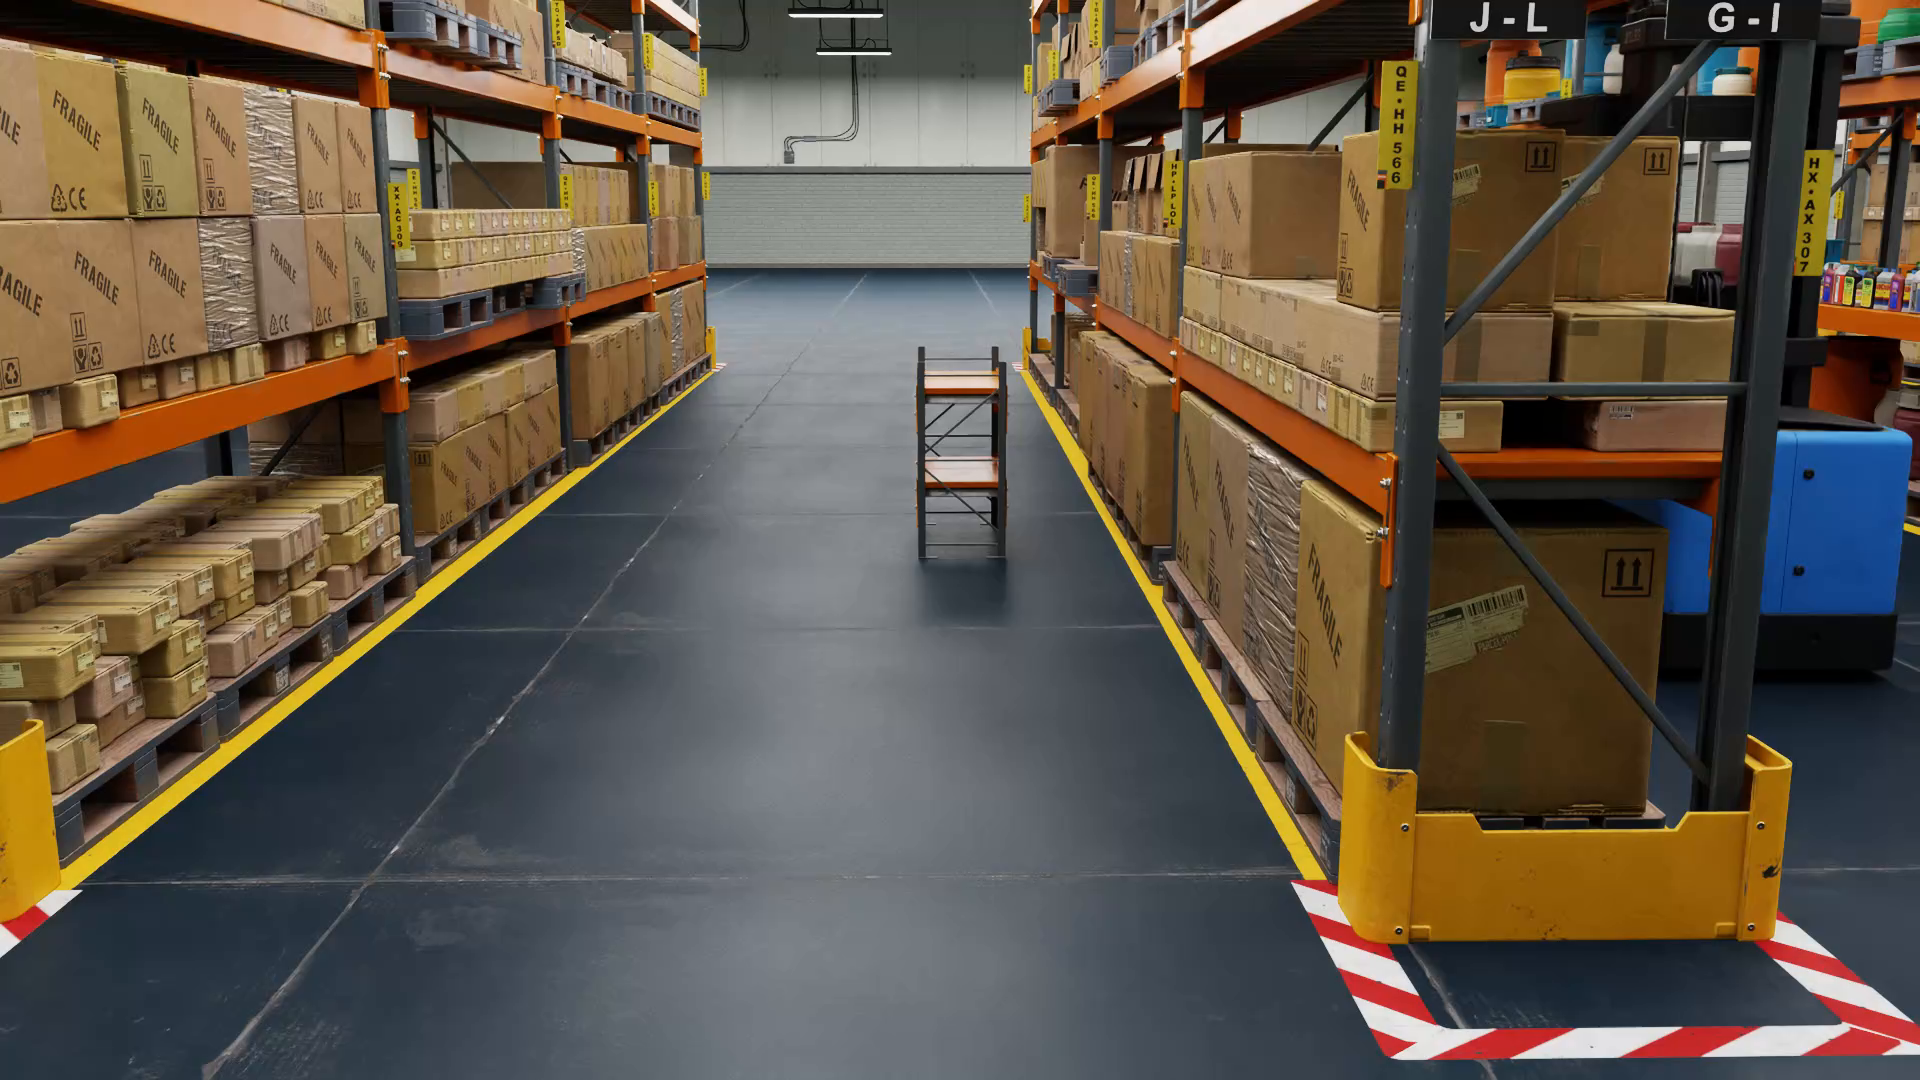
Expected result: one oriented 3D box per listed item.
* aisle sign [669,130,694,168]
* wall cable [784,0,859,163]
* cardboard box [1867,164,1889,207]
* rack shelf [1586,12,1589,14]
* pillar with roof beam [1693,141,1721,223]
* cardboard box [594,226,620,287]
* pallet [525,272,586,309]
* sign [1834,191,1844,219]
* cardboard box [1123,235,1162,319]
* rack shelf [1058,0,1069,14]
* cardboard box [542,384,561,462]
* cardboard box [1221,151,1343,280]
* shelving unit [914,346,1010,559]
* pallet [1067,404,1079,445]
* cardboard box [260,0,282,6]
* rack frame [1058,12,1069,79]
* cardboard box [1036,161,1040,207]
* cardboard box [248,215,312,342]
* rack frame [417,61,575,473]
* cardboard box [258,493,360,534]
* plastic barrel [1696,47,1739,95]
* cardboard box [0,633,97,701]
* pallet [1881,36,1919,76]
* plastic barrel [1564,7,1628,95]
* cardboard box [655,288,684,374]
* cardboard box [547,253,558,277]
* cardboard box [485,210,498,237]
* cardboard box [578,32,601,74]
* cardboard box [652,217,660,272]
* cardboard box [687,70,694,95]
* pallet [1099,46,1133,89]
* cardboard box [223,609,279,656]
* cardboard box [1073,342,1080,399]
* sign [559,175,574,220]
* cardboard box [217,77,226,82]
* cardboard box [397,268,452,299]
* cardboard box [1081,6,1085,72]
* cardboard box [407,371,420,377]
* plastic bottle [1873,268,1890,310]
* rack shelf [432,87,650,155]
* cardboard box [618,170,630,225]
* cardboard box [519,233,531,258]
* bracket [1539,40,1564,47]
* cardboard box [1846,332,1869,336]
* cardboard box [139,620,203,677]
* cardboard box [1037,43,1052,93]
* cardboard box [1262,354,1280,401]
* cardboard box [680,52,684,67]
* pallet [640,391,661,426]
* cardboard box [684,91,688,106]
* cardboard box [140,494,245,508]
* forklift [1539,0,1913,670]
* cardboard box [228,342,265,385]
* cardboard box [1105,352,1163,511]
[{"bbox_3d":[-3.305,-4.868,19.972,0.394,0.787,0.004,0,11,-1],"label":"aisle sign"},{"bbox_3d":[-4.266,-14.572,50.701,2.305,6.003,0.169,0,11,-1],"label":"wall cable"},{"bbox_3d":[11.260,-4.200,19.705,0.700,0.500,0.500,0,11,-1],"label":"cardboard box"},{"bbox_3d":[6.434,-4.798,13.892,1.077,0.370,4.000,0,11,-1],"label":"rack shelf"},{"bbox_3d":[12.418,-10.005,36.742,9.100,9.000,0.548,0,11,-1],"label":"pillar with roof beam"},{"bbox_3d":[-3.209,-2.428,14.232,0.500,0.500,0.500,0,11,-2],"label":"cardboard box"},{"bbox_3d":[-3.317,-1.753,11.639,1.213,0.211,1.003,0,11,-1],"label":"pallet"},{"bbox_3d":[10.707,-4.081,20.254,0.100,0.325,0.005,0,11,-1],"label":"sign"},{"bbox_3d":[1.297,-1.636,10.329,0.500,0.500,0.500,0,11,-1],"label":"cardboard box"},{"bbox_3d":[1.482,-4.778,13.792,1.077,0.370,4.000,0,11,-1],"label":"rack shelf"},{"bbox_3d":[-3.163,-0.839,11.883,0.500,0.500,0.500,0,11,-1],"label":"cardboard box"},{"bbox_3d":[1.378,-1.336,6.842,0.500,0.500,0.500,-1,11,-3],"label":"cardboard box"},{"bbox_3d":[0.000,-0.550,9.941,0.538,1.125,1.048,0,11,-1],"label":"shelving unit"},{"bbox_3d":[1.486,-1.019,14.553,1.003,0.211,1.213,0,11,-1],"label":"pallet"},{"bbox_3d":[-3.065,-2.293,6.651,0.500,0.250,0.500,0,11,-2],"label":"cardboard box"},{"bbox_3d":[1.440,-5.724,15.640,1.000,3.000,0.127,0,11,-1],"label":"rack frame"},{"bbox_3d":[1.112,-3.955,18.493,0.500,0.500,0.500,0,11,-1],"label":"cardboard box"},{"bbox_3d":[-3.044,-1.091,6.893,0.500,0.500,0.500,0,11,-1],"label":"cardboard box"},{"bbox_3d":[-3.438,-1.988,12.316,1.000,3.000,0.127,0,11,-1],"label":"rack frame"},{"bbox_3d":[-3.030,-0.124,7.743,0.380,0.149,0.250,0,11,-2],"label":"cardboard box"},{"bbox_3d":[6.647,-4.160,14.214,0.600,0.901,0.708,0,11,-1],"label":"plastic barrel"},{"bbox_3d":[-2.944,0.396,5.180,0.380,0.149,0.250,-1,11,-4],"label":"cardboard box"},{"bbox_3d":[6.417,-2.972,10.096,1.003,0.211,1.213,0,11,-1],"label":"pallet"},{"bbox_3d":[6.479,-4.924,16.925,0.600,0.901,0.708,0,11,-1],"label":"plastic barrel"},{"bbox_3d":[-3.486,-2.253,17.906,0.875,0.875,0.875,0,11,-1],"label":"cardboard box"},{"bbox_3d":[-2.959,-1.874,11.330,0.380,0.149,0.250,0,11,0],"label":"cardboard box"},{"bbox_3d":[-2.927,-1.855,9.736,0.380,0.149,0.250,0,11,-2],"label":"cardboard box"},{"bbox_3d":[-3.254,-4.016,13.683,0.500,0.311,0.500,0,11,-2],"label":"cardboard box"},{"bbox_3d":[-3.574,-3.040,17.120,0.875,0.550,0.550,0,11,-1],"label":"cardboard box"},{"bbox_3d":[-3.304,-5.180,18.826,0.500,0.250,0.500,0,11,-1],"label":"cardboard box"},{"bbox_3d":[1.589,-3.238,11.408,1.213,0.211,1.003,0,11,1],"label":"pallet"},{"bbox_3d":[-3.009,0.380,6.755,0.380,0.149,0.250,0,11,-1],"label":"cardboard box"},{"bbox_3d":[1.423,-1.557,15.372,0.700,0.500,0.500,0,11,-2],"label":"cardboard box"},{"bbox_3d":[-2.896,-2.521,12.229,0.100,0.325,0.005,0,11,-1],"label":"sign"},{"bbox_3d":[-8.306,-5.009,18.285,0.380,0.149,0.250,0,11,-1],"label":"cardboard box"},{"bbox_3d":[-2.903,-1.356,8.775,0.380,0.149,0.250,-1,11,-4],"label":"cardboard box"},{"bbox_3d":[1.247,-4.047,13.410,0.500,0.500,0.500,0,11,0],"label":"cardboard box"},{"bbox_3d":[-3.646,-0.896,10.275,0.500,0.250,0.500,-1,11,-4],"label":"cardboard box"},{"bbox_3d":[6.153,-1.671,11.076,0.097,0.271,0.097,0,11,0],"label":"plastic bottle"},{"bbox_3d":[-3.479,-3.504,14.049,1.077,0.370,4.000,0,11,-1],"label":"rack shelf"},{"bbox_3d":[-3.504,-3.224,15.640,0.700,0.500,0.500,0,11,-2],"label":"cardboard box"},{"bbox_3d":[-2.944,-1.864,10.531,0.380,0.149,0.250,0,11,0],"label":"cardboard box"},{"bbox_3d":[16.181,-13.576,45.291,0.076,0.066,4.783,0,11,-1],"label":"bracket"},{"bbox_3d":[11.051,-2.370,20.055,0.500,0.250,0.500,0,11,-1],"label":"cardboard box"},{"bbox_3d":[-2.966,0.388,5.969,0.380,0.149,0.250,0,11,1],"label":"cardboard box"},{"bbox_3d":[1.118,-5.193,18.309,0.500,0.500,0.500,0,11,-1],"label":"cardboard box"},{"bbox_3d":[1.323,-0.599,6.101,0.380,0.149,0.250,0,11,-1],"label":"cardboard box"},{"bbox_3d":[-3.231,-5.253,18.182,0.380,0.149,0.250,0,11,-2],"label":"cardboard box"},{"bbox_3d":[-3.429,-1.264,15.758,1.003,0.211,1.213,0,11,-1],"label":"pallet"},{"bbox_3d":[-3.236,-4.913,18.513,0.380,0.149,0.250,0,11,-2],"label":"cardboard box"},{"bbox_3d":[-3.554,-0.119,7.720,0.380,0.149,0.250,0,11,-2],"label":"cardboard box"},{"bbox_3d":[3.476,-1.121,8.211,1.130,2.935,3.031,0,11,1],"label":"forklift"},{"bbox_3d":[-3.011,-0.704,6.616,0.380,0.149,0.250,0,11,0],"label":"cardboard box"},{"bbox_3d":[1.553,-0.663,10.070,1.225,0.875,0.875,-1,11,-3],"label":"cardboard box"}]
